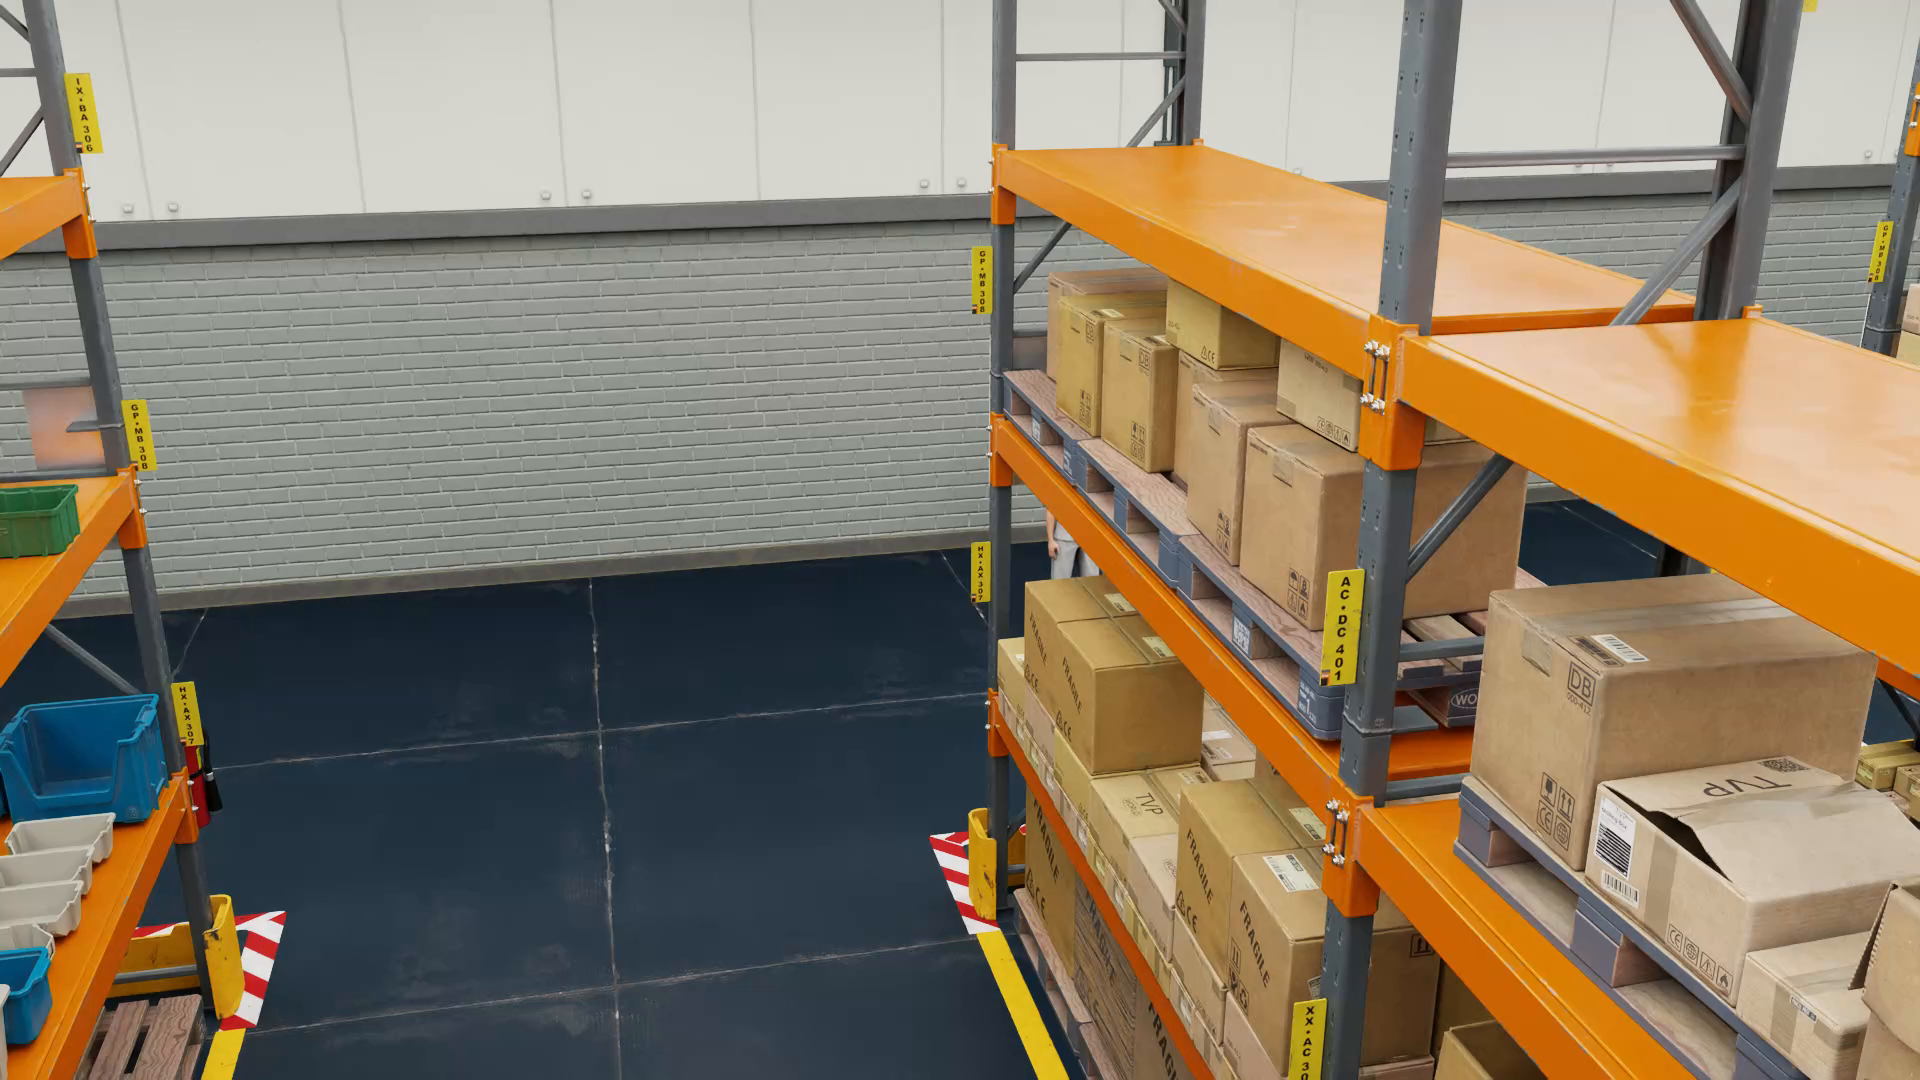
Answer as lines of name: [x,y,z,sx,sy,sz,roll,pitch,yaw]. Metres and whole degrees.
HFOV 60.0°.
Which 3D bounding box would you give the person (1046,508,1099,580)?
person: [0.875,0.012,12.322,0.511,1.673,0.407,-5,20,-15]
